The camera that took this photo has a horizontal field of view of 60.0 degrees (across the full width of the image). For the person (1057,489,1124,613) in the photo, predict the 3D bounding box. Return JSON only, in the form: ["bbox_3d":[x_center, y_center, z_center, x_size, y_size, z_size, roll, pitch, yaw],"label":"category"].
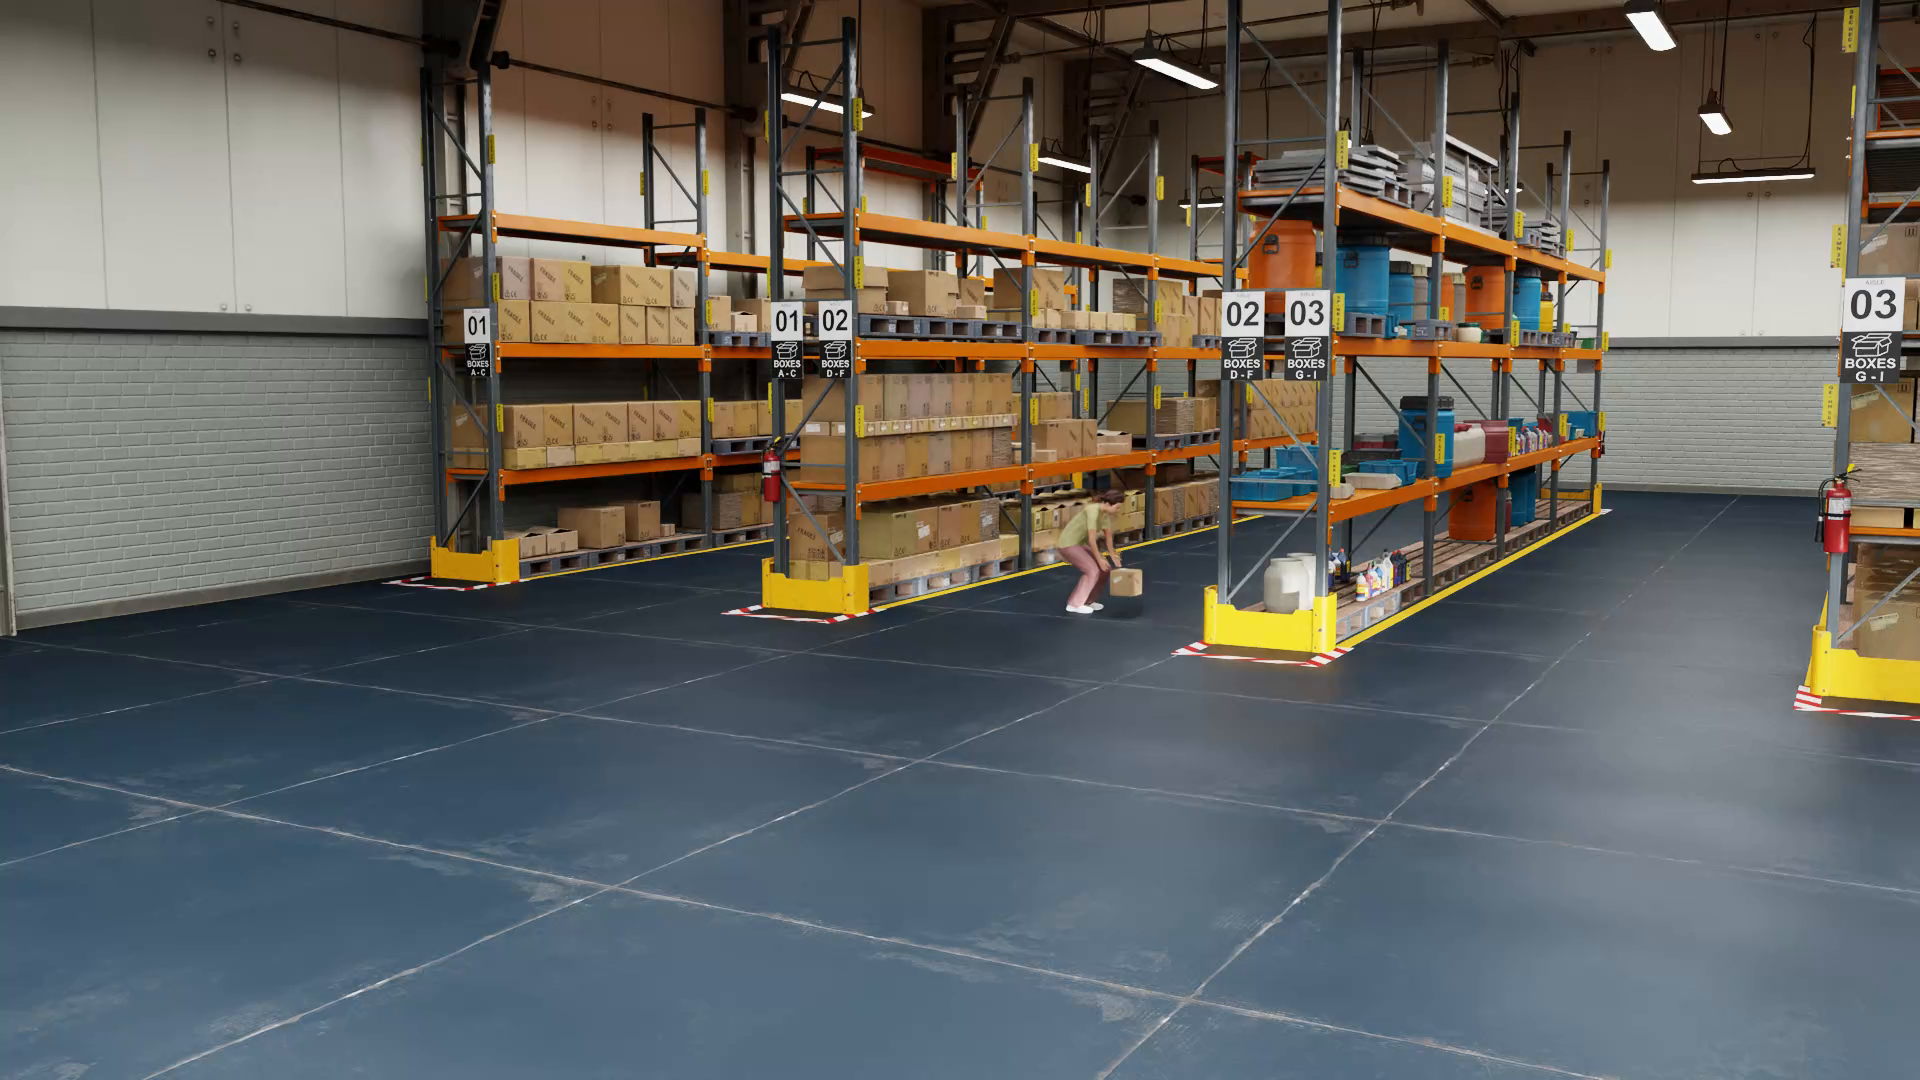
[{"bbox_3d":[1.372,0.103,17.272,0.693,1.278,0.512,3,7,29],"label":"person"}]
